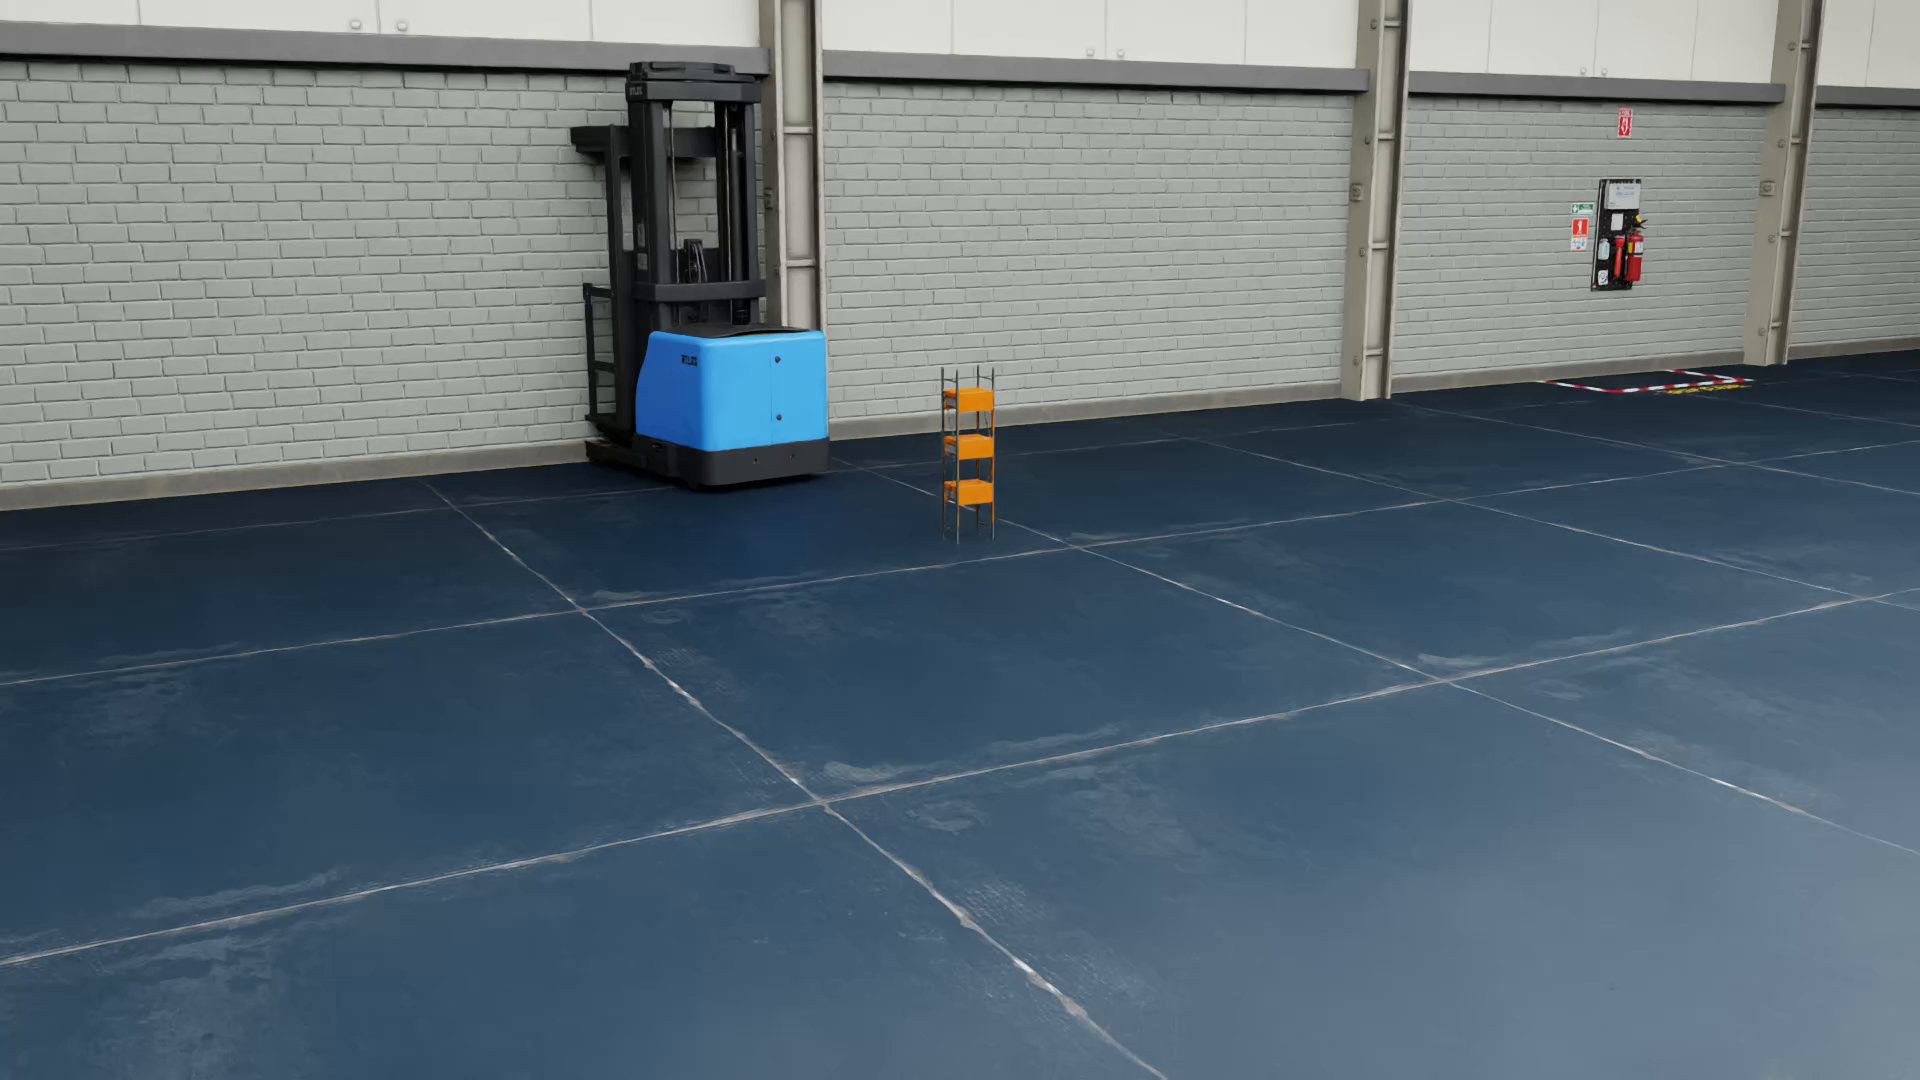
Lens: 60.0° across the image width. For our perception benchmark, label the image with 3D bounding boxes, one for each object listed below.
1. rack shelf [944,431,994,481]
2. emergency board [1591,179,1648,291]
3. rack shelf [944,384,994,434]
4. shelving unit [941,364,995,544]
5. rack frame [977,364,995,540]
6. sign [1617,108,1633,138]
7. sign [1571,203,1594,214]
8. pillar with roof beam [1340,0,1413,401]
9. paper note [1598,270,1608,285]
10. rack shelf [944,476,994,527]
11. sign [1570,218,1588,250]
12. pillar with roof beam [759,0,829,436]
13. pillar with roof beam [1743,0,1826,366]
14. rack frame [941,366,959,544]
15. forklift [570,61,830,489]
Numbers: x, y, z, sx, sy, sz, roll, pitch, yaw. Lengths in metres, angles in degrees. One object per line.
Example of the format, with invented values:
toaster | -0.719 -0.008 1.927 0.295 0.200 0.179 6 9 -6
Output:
rack shelf | 0.047 -0.507 10.021 0.240 0.259 0.215 -7 14 -28
emergency board | 7.044 -3.234 17.648 0.643 1.169 0.194 -7 14 -28
rack shelf | 0.047 -0.784 9.959 0.240 0.259 0.215 -7 14 -28
shelving unit | 0.047 -0.518 10.019 0.252 1.050 0.215 -7 14 -28
rack frame | 0.154 -0.531 10.076 0.008 1.050 0.200 -7 14 -28
sign | 6.990 -4.383 17.475 0.199 0.298 0.001 -7 14 -28
sign | 6.518 -3.471 17.410 0.331 0.109 0.001 -7 14 -28
pillar with roof beam | 6.028 -4.953 11.620 0.400 9.000 9.100 -7 14 -28
paper note | 6.856 -2.799 17.721 0.142 0.148 0.016 -7 14 -28
rack shelf | 0.047 -0.236 10.082 0.240 0.259 0.215 -7 14 -28
sign | 6.510 -3.213 17.474 0.234 0.329 0.001 -7 14 -28
pillar with roof beam | 0.762 -4.321 8.816 0.400 9.000 9.100 -7 14 -28
pillar with roof beam | 11.295 -5.584 14.425 0.400 9.000 9.100 -7 14 -28
rack frame | -0.060 -0.505 9.962 0.008 1.050 0.200 -7 14 -28
forklift | -2.247 -2.056 12.569 1.130 2.935 3.031 -10 16 -37
